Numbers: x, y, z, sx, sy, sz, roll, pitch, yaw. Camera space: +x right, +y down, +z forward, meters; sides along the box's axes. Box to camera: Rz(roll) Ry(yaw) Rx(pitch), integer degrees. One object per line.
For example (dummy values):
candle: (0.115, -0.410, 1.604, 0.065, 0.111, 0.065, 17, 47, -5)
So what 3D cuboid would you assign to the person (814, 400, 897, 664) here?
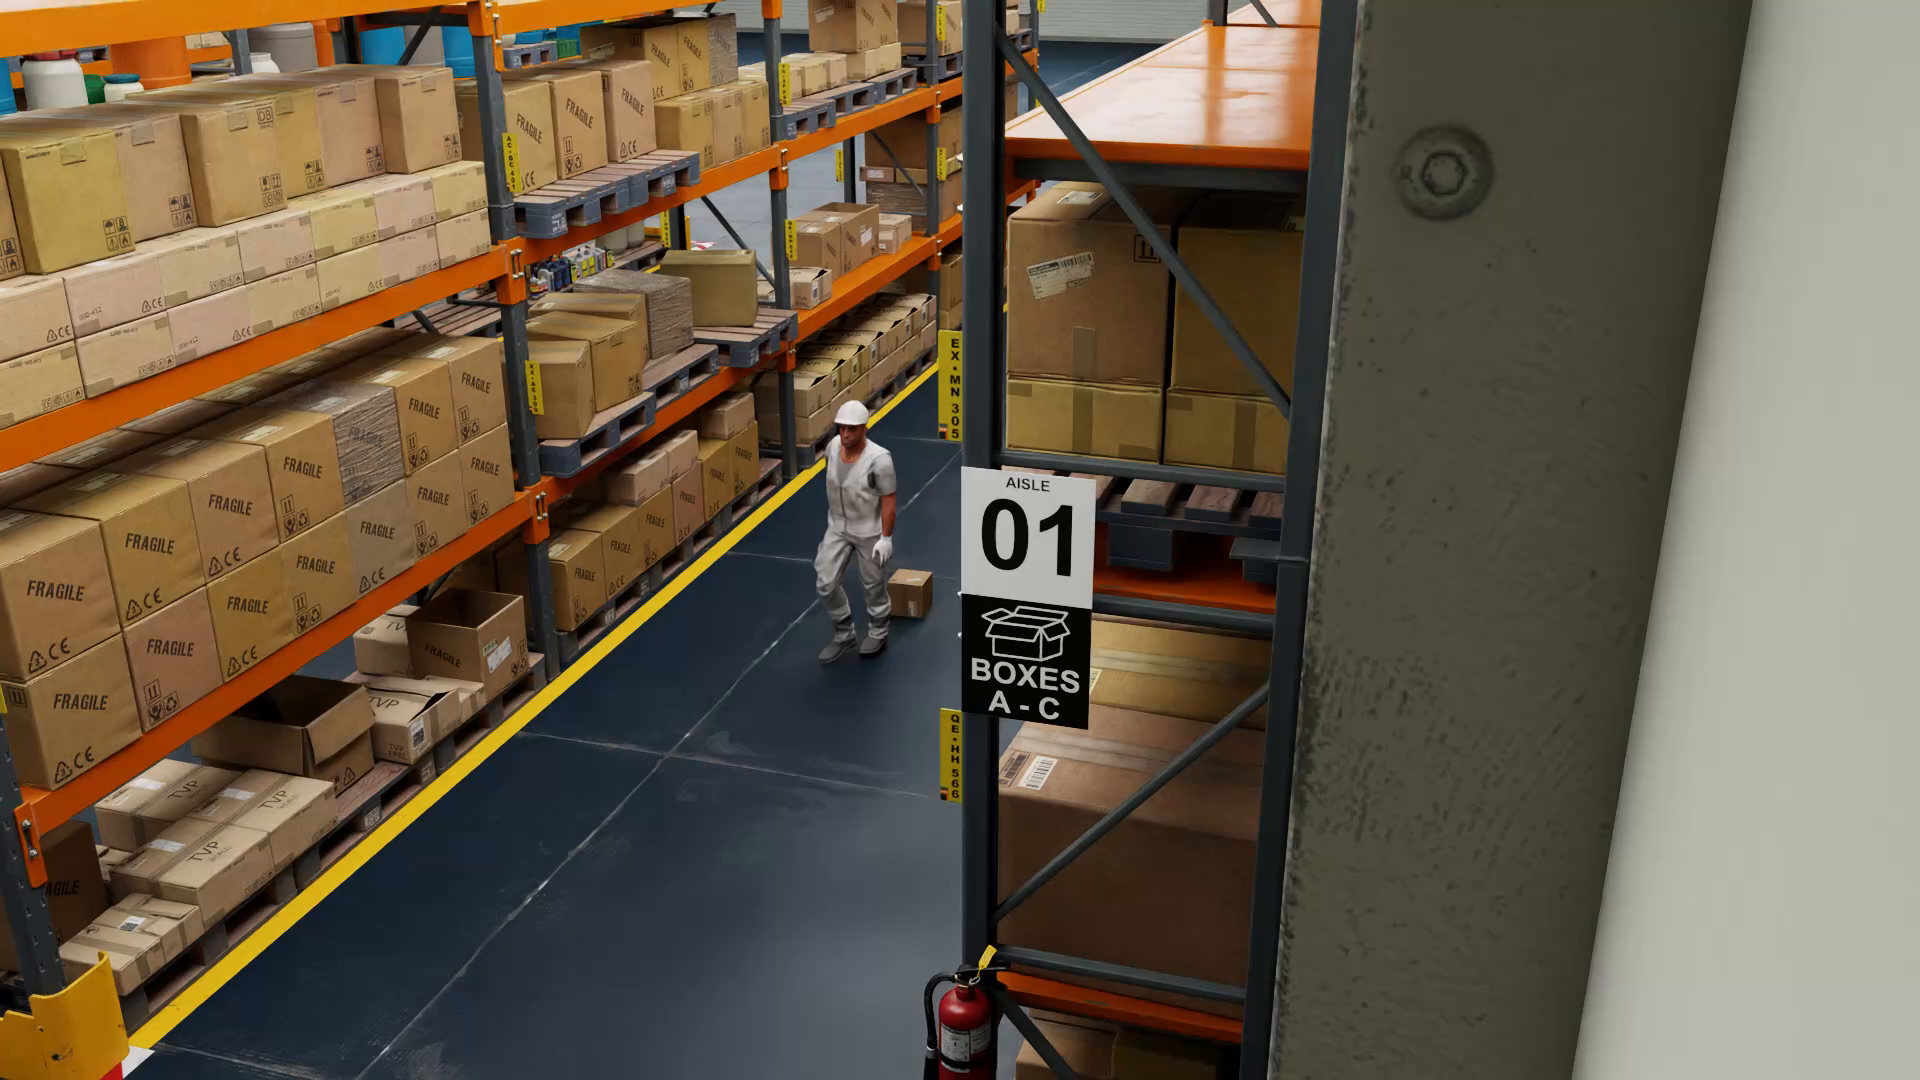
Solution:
person: (-0.634, -0.057, 10.564, 0.579, 1.785, 0.545, 11, 24, 26)
